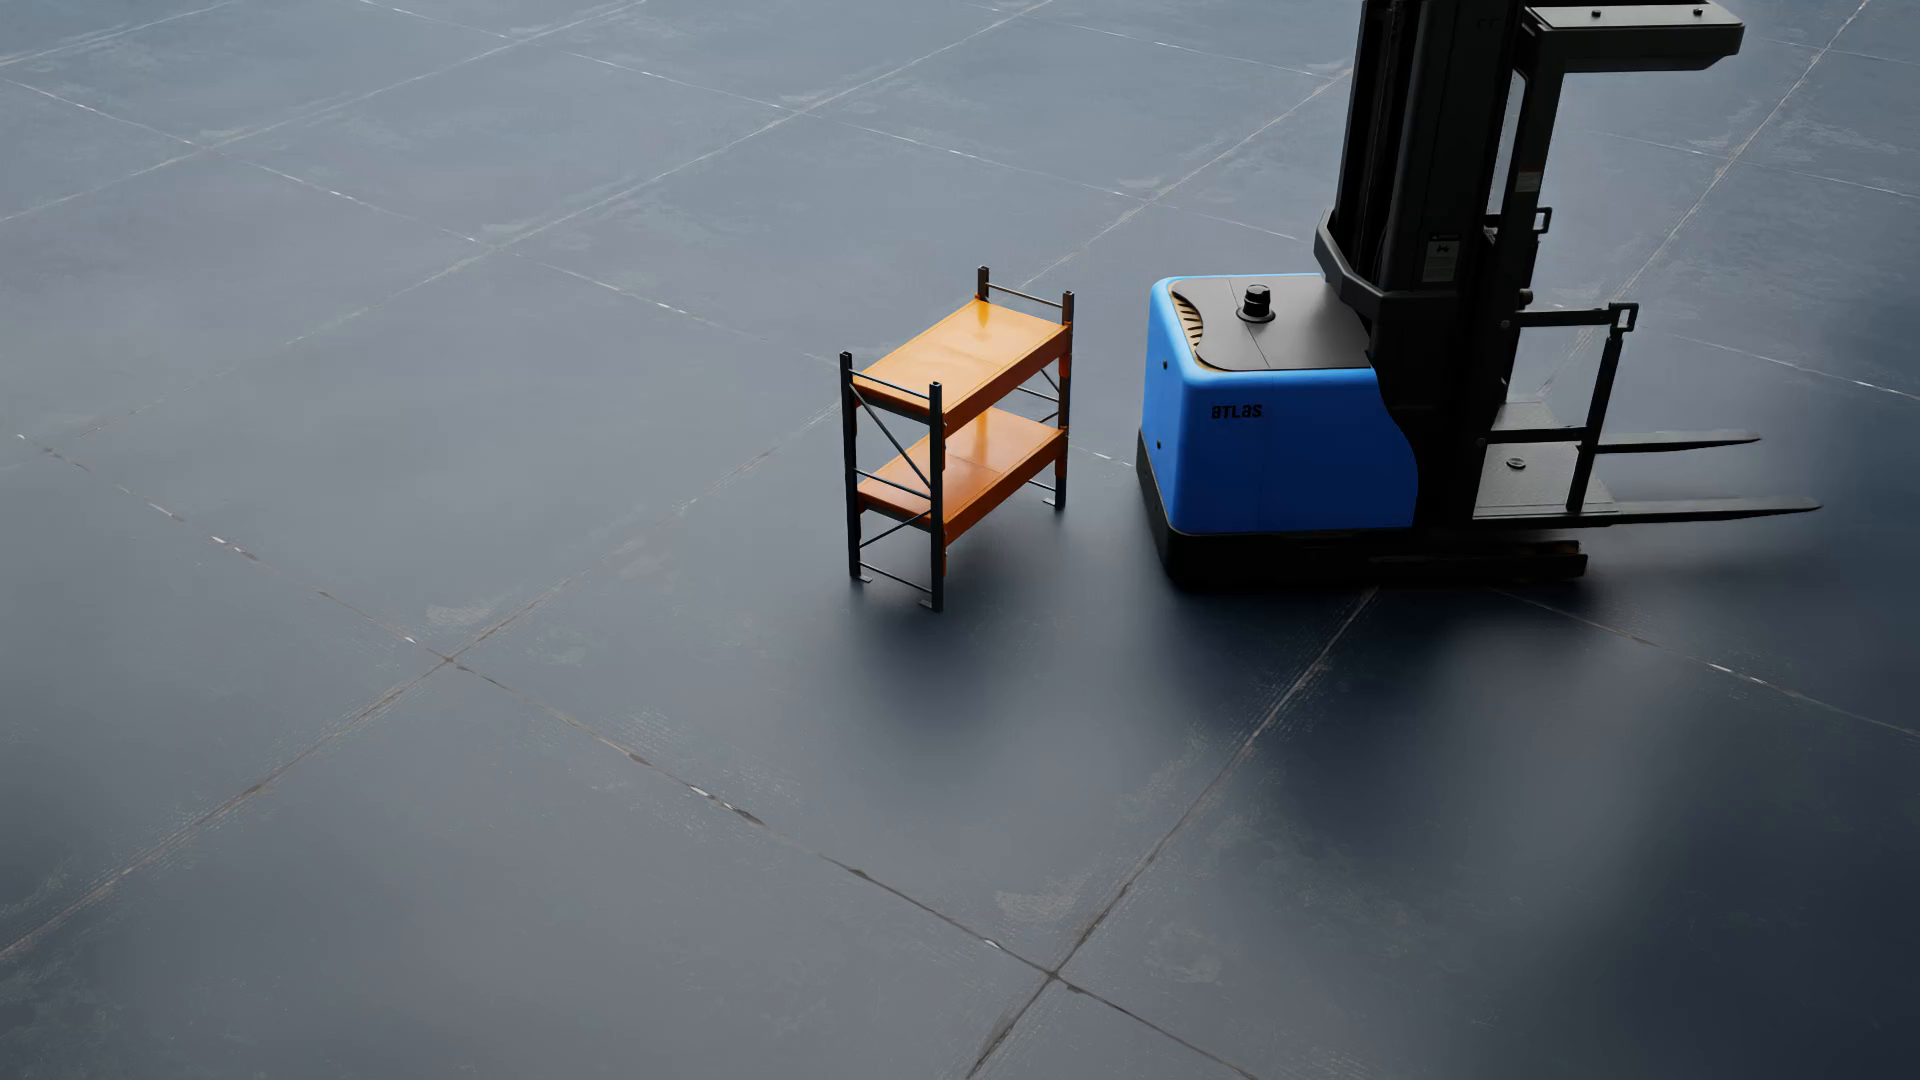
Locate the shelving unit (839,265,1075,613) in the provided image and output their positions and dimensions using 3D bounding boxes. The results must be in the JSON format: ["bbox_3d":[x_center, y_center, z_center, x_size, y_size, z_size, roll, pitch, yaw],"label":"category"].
[{"bbox_3d":[0.004,-0.469,7.439,0.538,1.125,1.048,21,39,28],"label":"shelving unit"}]

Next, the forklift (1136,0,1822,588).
[{"bbox_3d":[2.399,-1.315,7.079,3.031,2.935,1.130,-2,34,-3],"label":"forklift"}]

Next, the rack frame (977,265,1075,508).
[{"bbox_3d":[0.294,-0.703,7.785,0.500,1.125,0.032,21,39,28],"label":"rack frame"}]

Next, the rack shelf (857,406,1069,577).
[{"bbox_3d":[0.004,-0.267,7.576,0.538,0.278,1.000,21,39,28],"label":"rack shelf"}]

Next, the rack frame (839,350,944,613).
[{"bbox_3d":[-0.286,-0.235,7.094,0.500,1.125,0.032,21,39,28],"label":"rack frame"}]

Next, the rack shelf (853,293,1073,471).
[{"bbox_3d":[0.004,-0.712,7.276,0.538,0.278,1.000,21,39,28],"label":"rack shelf"}]
